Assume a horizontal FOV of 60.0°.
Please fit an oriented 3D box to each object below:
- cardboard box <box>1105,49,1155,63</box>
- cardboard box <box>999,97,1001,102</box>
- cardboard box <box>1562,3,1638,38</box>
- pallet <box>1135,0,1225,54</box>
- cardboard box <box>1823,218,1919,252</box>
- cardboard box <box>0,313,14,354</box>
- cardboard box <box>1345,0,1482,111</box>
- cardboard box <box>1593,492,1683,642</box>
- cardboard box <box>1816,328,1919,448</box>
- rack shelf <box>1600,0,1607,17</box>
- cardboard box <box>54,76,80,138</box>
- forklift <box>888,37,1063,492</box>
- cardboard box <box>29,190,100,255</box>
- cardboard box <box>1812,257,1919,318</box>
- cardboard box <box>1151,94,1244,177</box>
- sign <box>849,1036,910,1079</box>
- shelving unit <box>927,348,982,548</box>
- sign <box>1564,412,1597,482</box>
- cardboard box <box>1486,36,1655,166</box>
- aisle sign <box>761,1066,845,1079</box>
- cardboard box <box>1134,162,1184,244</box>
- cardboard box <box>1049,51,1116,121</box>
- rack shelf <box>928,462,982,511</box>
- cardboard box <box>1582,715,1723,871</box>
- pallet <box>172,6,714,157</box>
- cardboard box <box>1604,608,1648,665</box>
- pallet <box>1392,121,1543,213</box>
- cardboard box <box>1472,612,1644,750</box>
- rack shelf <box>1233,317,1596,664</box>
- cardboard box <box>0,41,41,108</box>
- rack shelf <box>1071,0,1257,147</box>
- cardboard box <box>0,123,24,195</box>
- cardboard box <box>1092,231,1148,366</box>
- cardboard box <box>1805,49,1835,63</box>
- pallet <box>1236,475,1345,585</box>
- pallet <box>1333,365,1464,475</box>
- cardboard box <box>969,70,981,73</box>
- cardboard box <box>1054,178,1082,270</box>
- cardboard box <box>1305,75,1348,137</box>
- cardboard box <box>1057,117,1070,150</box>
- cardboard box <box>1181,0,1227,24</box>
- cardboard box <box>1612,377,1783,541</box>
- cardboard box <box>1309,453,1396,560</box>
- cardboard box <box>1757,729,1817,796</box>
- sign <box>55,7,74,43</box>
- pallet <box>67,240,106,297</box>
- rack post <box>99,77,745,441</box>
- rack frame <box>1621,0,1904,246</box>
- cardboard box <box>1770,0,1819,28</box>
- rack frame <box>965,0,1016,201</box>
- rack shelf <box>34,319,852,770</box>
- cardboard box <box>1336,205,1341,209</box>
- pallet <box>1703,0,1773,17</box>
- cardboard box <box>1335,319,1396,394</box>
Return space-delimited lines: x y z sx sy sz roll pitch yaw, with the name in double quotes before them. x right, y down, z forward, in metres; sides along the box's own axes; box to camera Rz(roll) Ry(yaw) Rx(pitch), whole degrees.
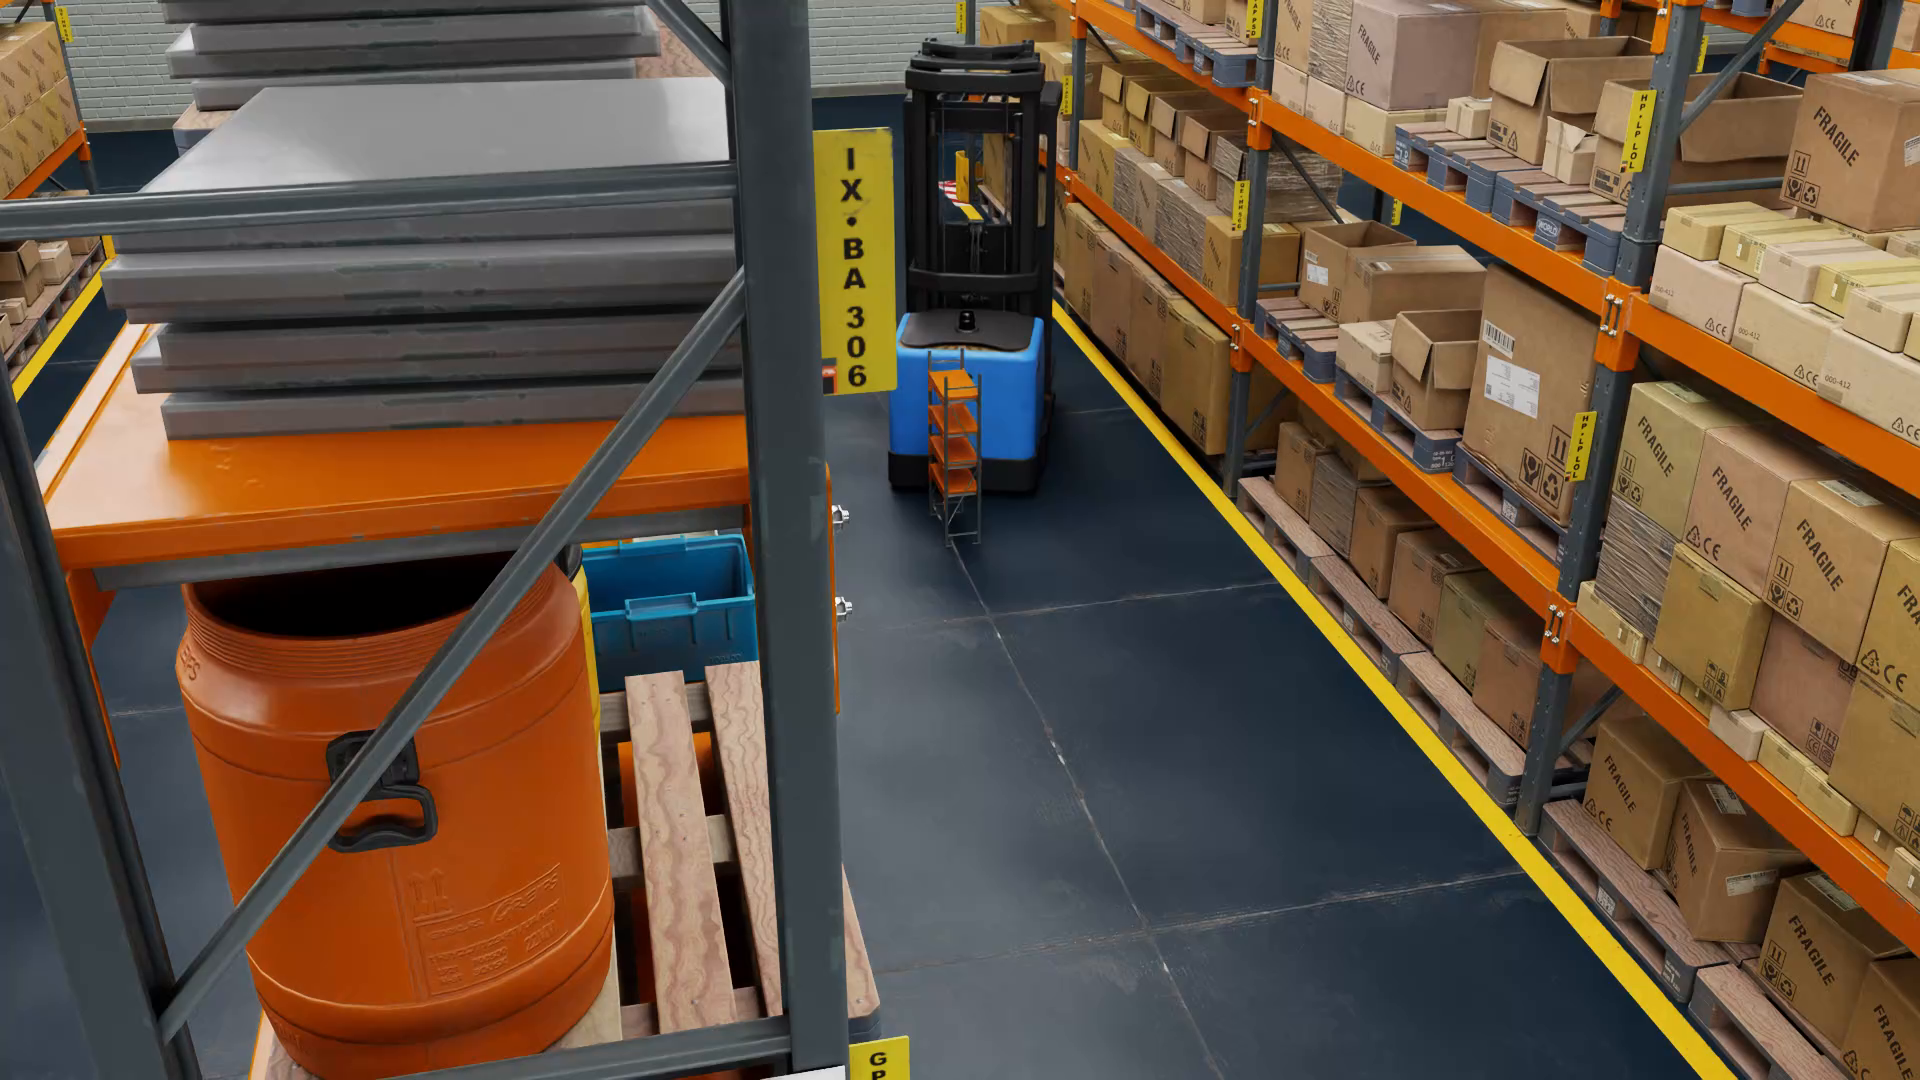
"cardboard box" 1.598 -4.098 14.890 0.500 0.500 0.500 -6 27 -12
"cardboard box" 0.606 -4.351 16.667 0.380 0.149 0.250 -6 27 -12
"cardboard box" 5.943 -4.723 15.574 0.500 0.500 0.500 -7 28 -13
"pallet" 1.907 -3.727 12.033 1.003 0.211 1.213 -5 27 -9
"cardboard box" 3.586 -1.159 6.459 0.380 0.149 0.250 -6 27 -11
"cardboard box" -8.079 -1.659 13.550 0.500 0.311 0.500 -6 27 -12
"cardboard box" 2.444 -2.636 8.996 0.500 0.500 0.500 -7 28 -13
"cardboard box" 3.301 0.078 7.173 0.875 0.500 0.500 -6 27 -12
"cardboard box" 3.337 -0.546 5.688 0.500 0.250 0.500 -7 28 -14
"rack shelf" 5.861 -5.816 16.760 1.077 0.370 4.000 -6 27 -12
"cardboard box" -8.731 -4.088 15.756 0.500 0.500 0.500 -5 27 -10
"forklift" 0.170 -2.281 12.362 1.130 2.935 3.031 3 27 6
"cardboard box" -8.734 -3.079 16.154 0.500 0.500 0.500 -6 27 -12
"cardboard box" 3.297 -0.890 5.926 0.380 0.149 0.250 -5 27 -10
"cardboard box" 1.908 -3.100 12.685 0.797 0.503 0.637 -5 27 -10
"sign" -0.127 0.913 2.619 0.100 0.325 0.005 -6 27 -12
"shelving unit" -0.037 -0.608 10.970 0.258 1.200 0.503 -6 27 -12
"sign" 2.720 -0.408 7.290 0.100 0.325 0.005 -6 27 -12
"cardboard box" 3.037 -2.151 8.120 0.797 0.503 0.637 -5 27 -9
"aisle sign" -0.363 1.152 2.601 0.394 0.787 0.004 -6 27 -12
"cardboard box" 1.665 -2.611 12.830 0.500 0.500 0.500 -5 27 -11
"cardboard box" 1.093 -4.036 14.768 0.500 0.500 0.500 -5 27 -10
"rack shelf" -0.037 -0.371 11.090 0.258 0.148 0.480 -6 27 -12
"cardboard box" 3.311 1.159 7.779 0.500 0.500 0.500 -7 28 -13
"pallet" -1.075 -0.965 3.676 1.003 0.211 1.213 -6 27 -12
"cardboard box" 3.059 0.399 7.255 0.380 0.149 0.250 -6 27 -12
"pallet" 2.988 -1.941 8.492 1.213 0.211 1.003 -6 27 -12
"cardboard box" 3.142 0.699 8.668 0.700 0.500 0.500 -8 28 -16
"rack shelf" 2.809 -0.506 9.568 1.077 0.370 4.000 -6 27 -12
"cardboard box" -8.493 -4.087 14.645 0.500 0.500 0.500 -5 27 -10
"rack shelf" 1.908 -3.601 12.371 1.077 0.370 4.000 -6 27 -12
"cardboard box" -8.274 -3.197 13.990 0.500 0.500 0.500 -6 27 -12
"cardboard box" 1.823 -2.029 13.679 1.225 0.875 0.875 -7 28 -13
"cardboard box" 10.180 -5.809 19.165 0.500 0.500 0.500 -6 27 -12
"pallet" 2.533 -0.117 11.093 1.003 0.211 1.213 -6 27 -12
"pallet" 2.844 -0.754 9.475 1.003 0.211 1.213 -6 27 -12
"cardboard box" 0.400 -5.044 17.598 0.500 0.250 0.500 -7 28 -13
"cardboard box" 1.386 -2.998 15.598 0.875 0.875 0.875 -6 27 -12
"cardboard box" 2.331 -2.519 9.596 0.500 0.250 0.500 -5 27 -10
"cardboard box" 1.102 -3.694 14.922 0.500 0.250 0.500 -6 27 -13
"cardboard box" 1.870 -3.906 11.601 0.500 0.500 0.500 -5 27 -9
"cardboard box" 3.113 -0.349 6.909 0.500 0.500 0.500 -6 27 -12
"cardboard box" 2.666 -0.251 10.551 0.700 0.500 0.500 -8 28 -16
"cardboard box" 3.321 0.835 6.393 0.380 0.149 0.250 -6 27 -12
"sign" -8.552 -4.918 15.876 0.100 0.325 0.005 -6 27 -12
"pallet" -8.899 -2.584 15.982 1.003 0.211 1.213 -6 27 -12
"rack post" -0.711 -0.490 2.634 0.937 0.300 0.954 -3 27 -6
"rack frame" 3.260 -2.627 6.314 1.000 3.000 0.127 -6 27 -12
"cardboard box" 6.603 -4.211 12.670 0.500 0.500 0.500 -6 27 -12
"rack frame" 0.555 -5.217 18.103 1.000 3.000 0.127 -6 27 -12
"rack shelf" -1.115 -0.746 3.830 1.077 0.370 4.000 -6 27 -12
"cardboard box" 2.395 -2.217 12.048 0.500 0.500 0.500 -7 28 -13
"pallet" 6.584 -4.438 13.441 1.213 0.211 1.003 -6 27 -12
"cardboard box" 2.512 -1.066 9.580 0.500 0.250 0.500 -7 28 -13
